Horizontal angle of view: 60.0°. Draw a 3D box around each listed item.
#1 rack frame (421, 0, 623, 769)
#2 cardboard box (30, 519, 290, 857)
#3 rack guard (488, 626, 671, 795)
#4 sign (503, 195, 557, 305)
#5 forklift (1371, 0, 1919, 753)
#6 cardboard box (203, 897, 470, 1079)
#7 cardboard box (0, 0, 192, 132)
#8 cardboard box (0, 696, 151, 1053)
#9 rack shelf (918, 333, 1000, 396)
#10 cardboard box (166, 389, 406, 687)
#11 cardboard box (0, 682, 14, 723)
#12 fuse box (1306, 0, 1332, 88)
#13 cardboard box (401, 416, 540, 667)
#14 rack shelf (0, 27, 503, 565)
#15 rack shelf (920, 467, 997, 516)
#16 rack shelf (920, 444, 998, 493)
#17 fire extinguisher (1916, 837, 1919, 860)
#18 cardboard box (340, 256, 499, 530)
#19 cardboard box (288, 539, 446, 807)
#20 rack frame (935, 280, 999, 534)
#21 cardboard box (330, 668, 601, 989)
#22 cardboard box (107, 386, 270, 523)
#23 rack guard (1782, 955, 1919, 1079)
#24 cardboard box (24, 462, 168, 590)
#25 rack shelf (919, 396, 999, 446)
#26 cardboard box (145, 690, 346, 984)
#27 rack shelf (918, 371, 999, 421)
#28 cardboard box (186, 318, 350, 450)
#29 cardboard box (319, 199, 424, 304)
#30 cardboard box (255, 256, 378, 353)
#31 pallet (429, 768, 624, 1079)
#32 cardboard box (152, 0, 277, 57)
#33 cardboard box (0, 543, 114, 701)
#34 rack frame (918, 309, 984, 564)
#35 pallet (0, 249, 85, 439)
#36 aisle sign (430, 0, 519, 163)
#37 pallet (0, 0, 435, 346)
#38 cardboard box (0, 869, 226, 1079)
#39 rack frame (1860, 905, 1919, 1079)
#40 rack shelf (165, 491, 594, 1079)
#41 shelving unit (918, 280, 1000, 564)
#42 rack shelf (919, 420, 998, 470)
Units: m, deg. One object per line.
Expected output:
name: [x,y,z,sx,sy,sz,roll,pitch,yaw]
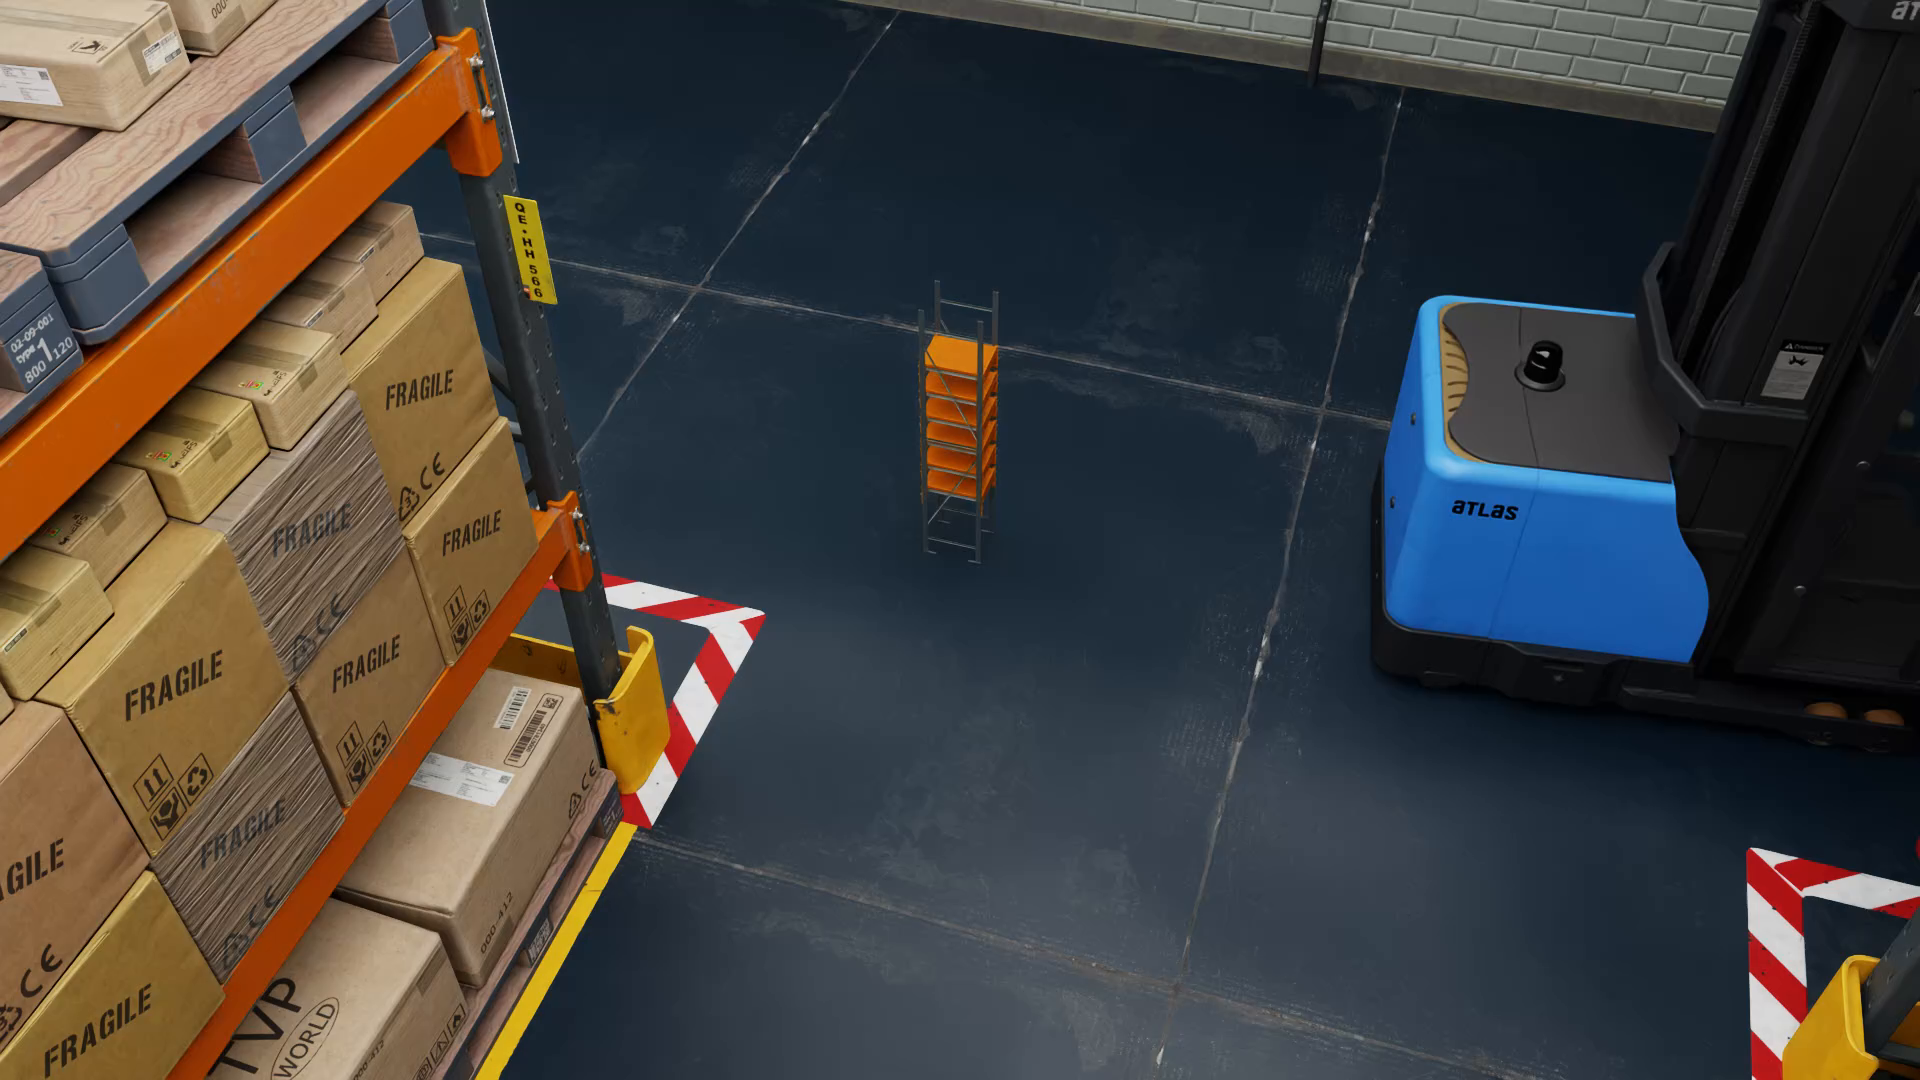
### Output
rack frame: [-1.648,-0.388,5.002,1.000,3.000,0.127,13,46,13]
cardboard box: [-1.850,0.274,3.539,0.500,0.500,0.500,12,46,12]
rack guard: [-1.640,0.489,5.892,1.175,0.500,0.348,13,46,13]
sign: [-1.135,-0.762,4.387,0.100,0.325,0.005,13,46,13]
forklift: [3.103,-0.688,5.358,3.031,2.935,1.130,7,45,7]
cardboard box: [-2.021,1.451,4.655,0.875,0.438,0.875,14,46,14]
cardboard box: [-1.749,-0.941,3.230,0.380,0.149,0.250,9,45,9]
cardboard box: [-2.004,0.609,3.196,0.500,0.500,0.500,12,46,12]
rack shelf: [-0.004,-0.645,6.100,0.258,0.103,0.180,13,46,12]
cardboard box: [-1.697,-0.055,3.875,0.500,0.500,0.500,13,46,13]
cardboard box: [-1.997,0.302,3.047,0.380,0.149,0.250,14,46,14]
fuse box: [1.995,-3.149,8.744,0.539,1.711,0.414,13,46,13]
cardboard box: [-1.542,-0.046,4.581,0.500,0.500,0.500,13,46,13]
rack shelf: [-2.253,0.130,2.842,1.077,0.370,4.000,13,46,13]
rack shelf: [-0.004,-0.216,6.519,0.258,0.103,0.180,13,46,12]
rack shelf: [-0.004,-0.302,6.436,0.258,0.103,0.180,13,46,12]
fire extinguisher: [2.688,0.626,4.288,0.296,0.674,0.183,13,46,13]
cardboard box: [-1.567,-0.409,4.237,0.500,0.500,0.500,14,46,14]
cardboard box: [-1.708,0.285,4.242,0.500,0.500,0.500,12,46,12]
rack frame: [0.023,-0.480,6.383,0.240,1.200,0.006,13,46,12]
cardboard box: [-1.752,0.839,5.280,0.875,0.438,0.875,11,45,11]
cardboard box: [-1.733,-0.208,3.568,0.380,0.149,0.250,14,46,13]
rack guard: [3.061,1.605,4.752,1.175,0.500,0.348,13,46,13]
cardboard box: [-1.880,-0.049,3.405,0.380,0.149,0.250,12,46,12]
rack shelf: [-0.004,-0.473,6.268,0.258,0.103,0.180,13,46,12]
cardboard box: [-1.854,0.630,3.890,0.500,0.500,0.500,14,46,14]
rack shelf: [-0.004,-0.559,6.184,0.258,0.103,0.180,13,46,12]
cardboard box: [-1.617,-0.367,3.730,0.380,0.149,0.250,12,46,12]
cardboard box: [-1.566,-0.731,4.102,0.380,0.149,0.250,13,46,13]
cardboard box: [-1.620,-0.557,3.924,0.380,0.149,0.250,13,46,13]
pallet: [-1.815,1.158,5.415,1.003,0.211,1.213,13,46,13]
cardboard box: [-1.698,-1.273,3.497,0.500,0.250,0.500,9,45,9]
cardboard box: [-1.900,0.131,3.221,0.380,0.149,0.250,14,46,13]
rack frame: [-0.032,-0.358,6.258,0.240,1.200,0.006,13,46,12]
pallet: [-2.230,-0.116,2.642,1.003,0.211,1.213,13,46,13]
aisle sign: [-1.330,-1.299,4.074,0.394,0.787,0.004,13,46,13]
pallet: [-1.862,-0.932,3.476,1.003,0.211,1.213,13,46,13]
cardboard box: [-1.998,0.977,3.535,0.500,0.500,0.500,14,46,14]
rack frame: [3.084,0.661,3.930,1.000,3.000,0.127,13,46,13]
rack shelf: [-2.253,1.202,3.891,1.077,0.370,4.000,13,46,13]
shelving unit: [-0.004,-0.419,6.320,0.258,1.200,0.189,13,46,12]
rack shelf: [-0.004,-0.387,6.352,0.258,0.103,0.180,13,46,12]
